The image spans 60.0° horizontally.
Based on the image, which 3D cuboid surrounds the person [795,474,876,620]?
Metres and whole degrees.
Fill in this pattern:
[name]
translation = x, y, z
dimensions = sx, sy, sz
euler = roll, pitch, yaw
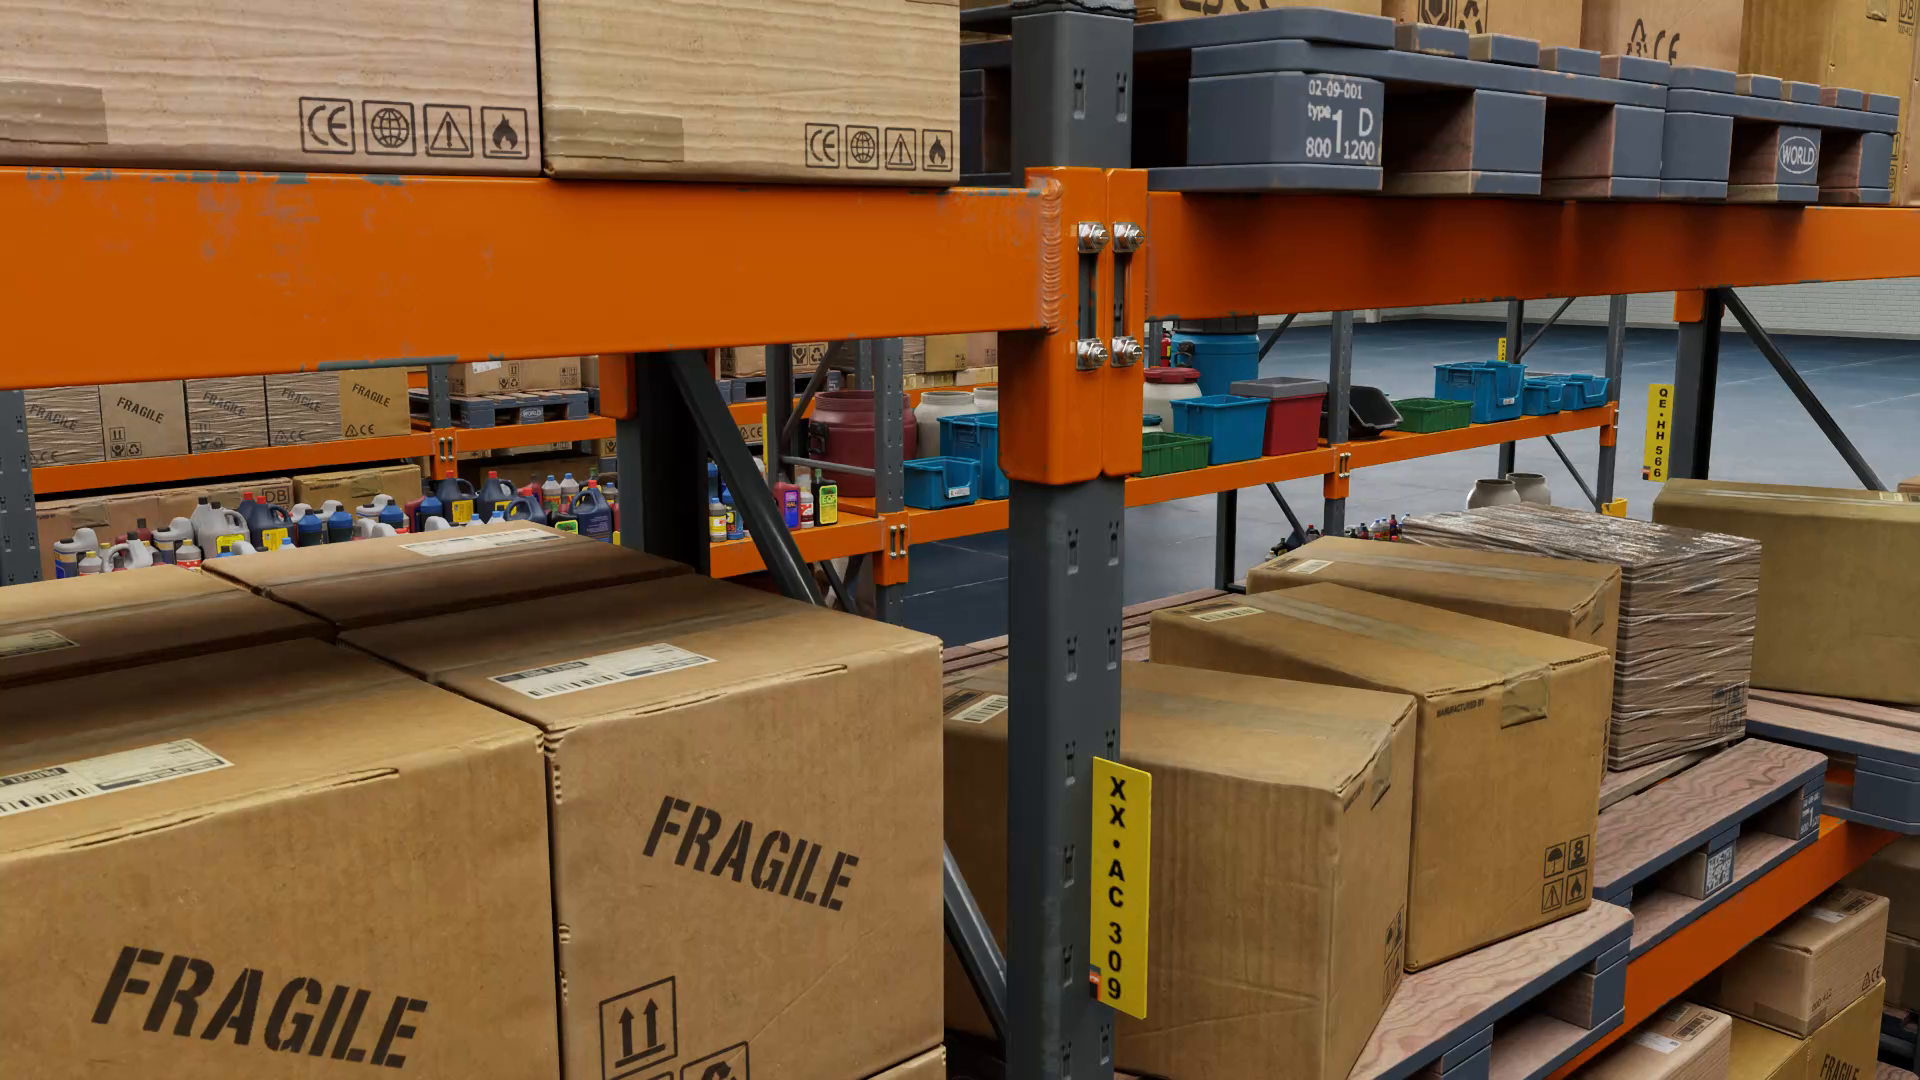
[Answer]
[person]
translation = -0.765, 0.184, 10.532
dimensions = 0.423, 1.266, 0.889
euler = 10, 15, 43
